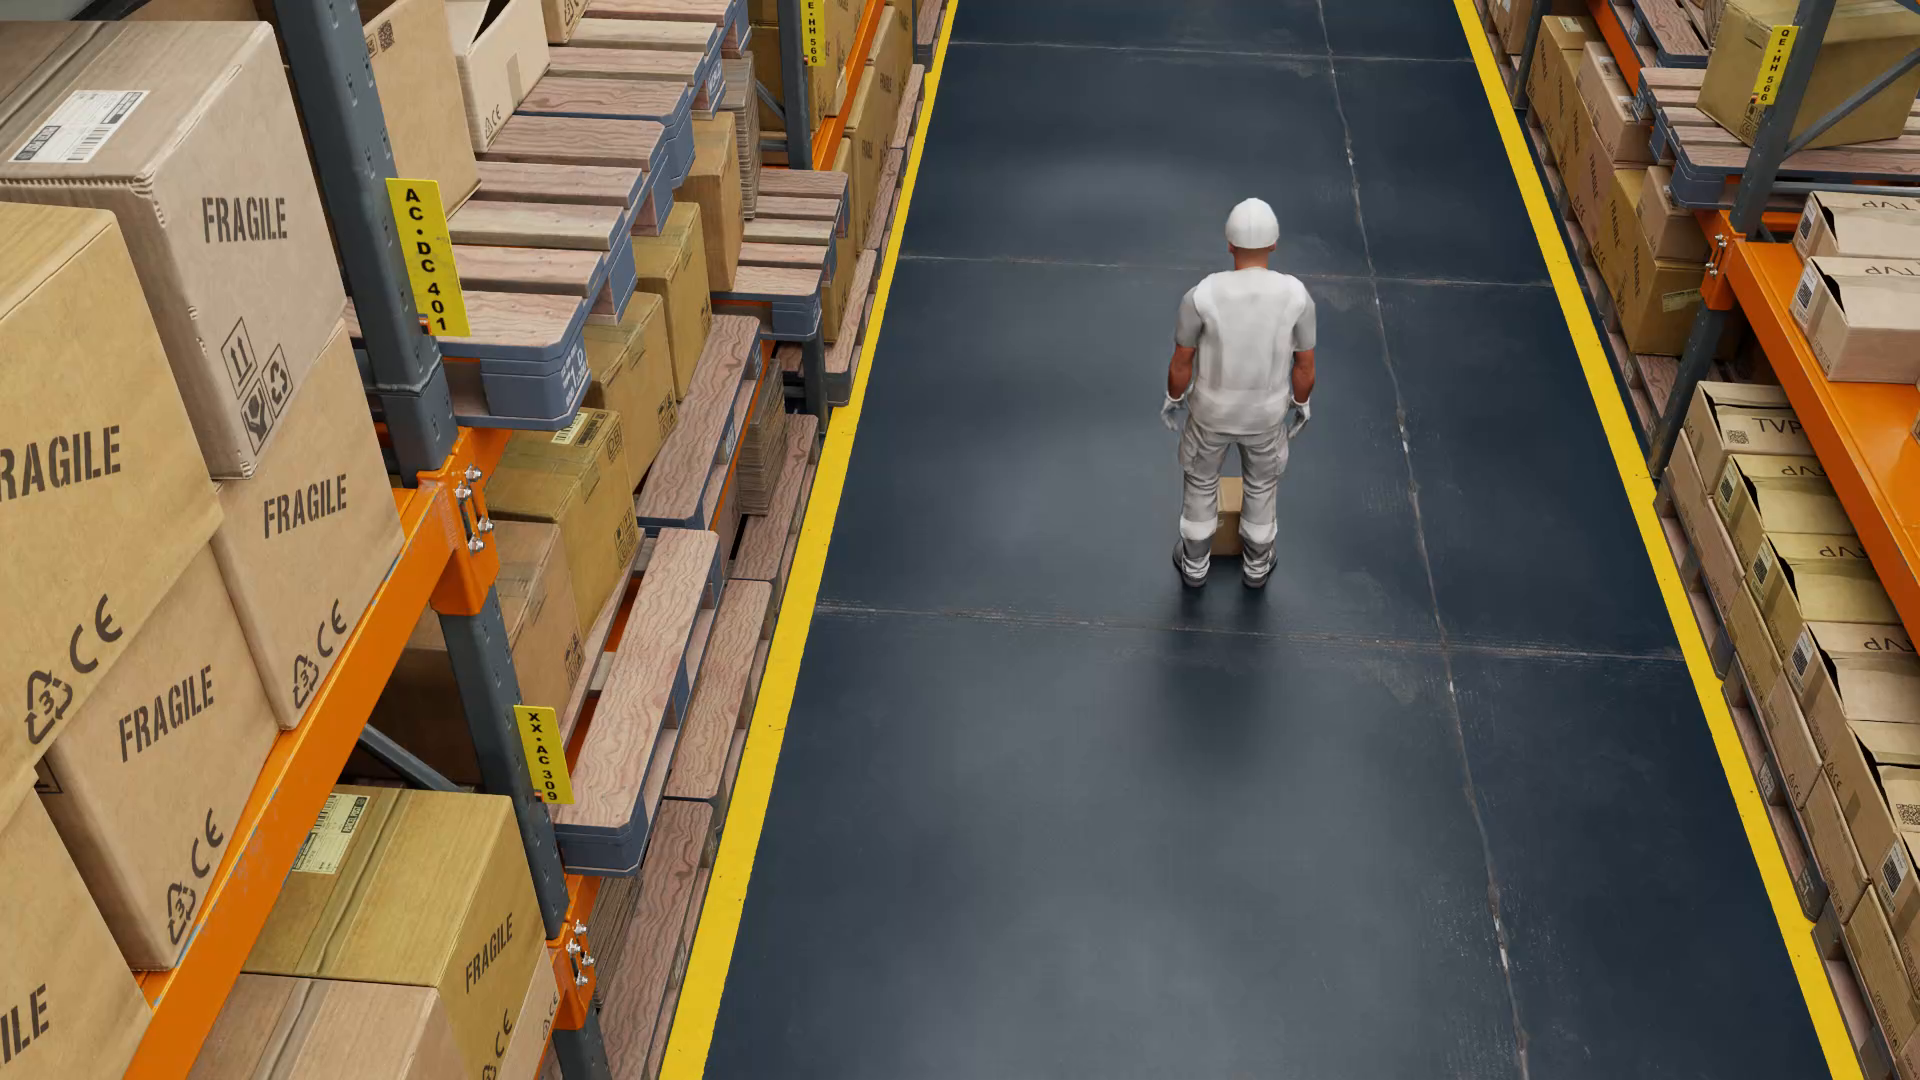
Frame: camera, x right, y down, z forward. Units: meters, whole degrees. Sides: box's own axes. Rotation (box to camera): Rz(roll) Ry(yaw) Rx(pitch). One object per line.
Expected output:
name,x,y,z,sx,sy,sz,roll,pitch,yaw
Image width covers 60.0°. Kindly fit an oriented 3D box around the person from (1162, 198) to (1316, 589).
person,1.135,-0.553,6.810,0.608,1.779,0.453,3,40,4
